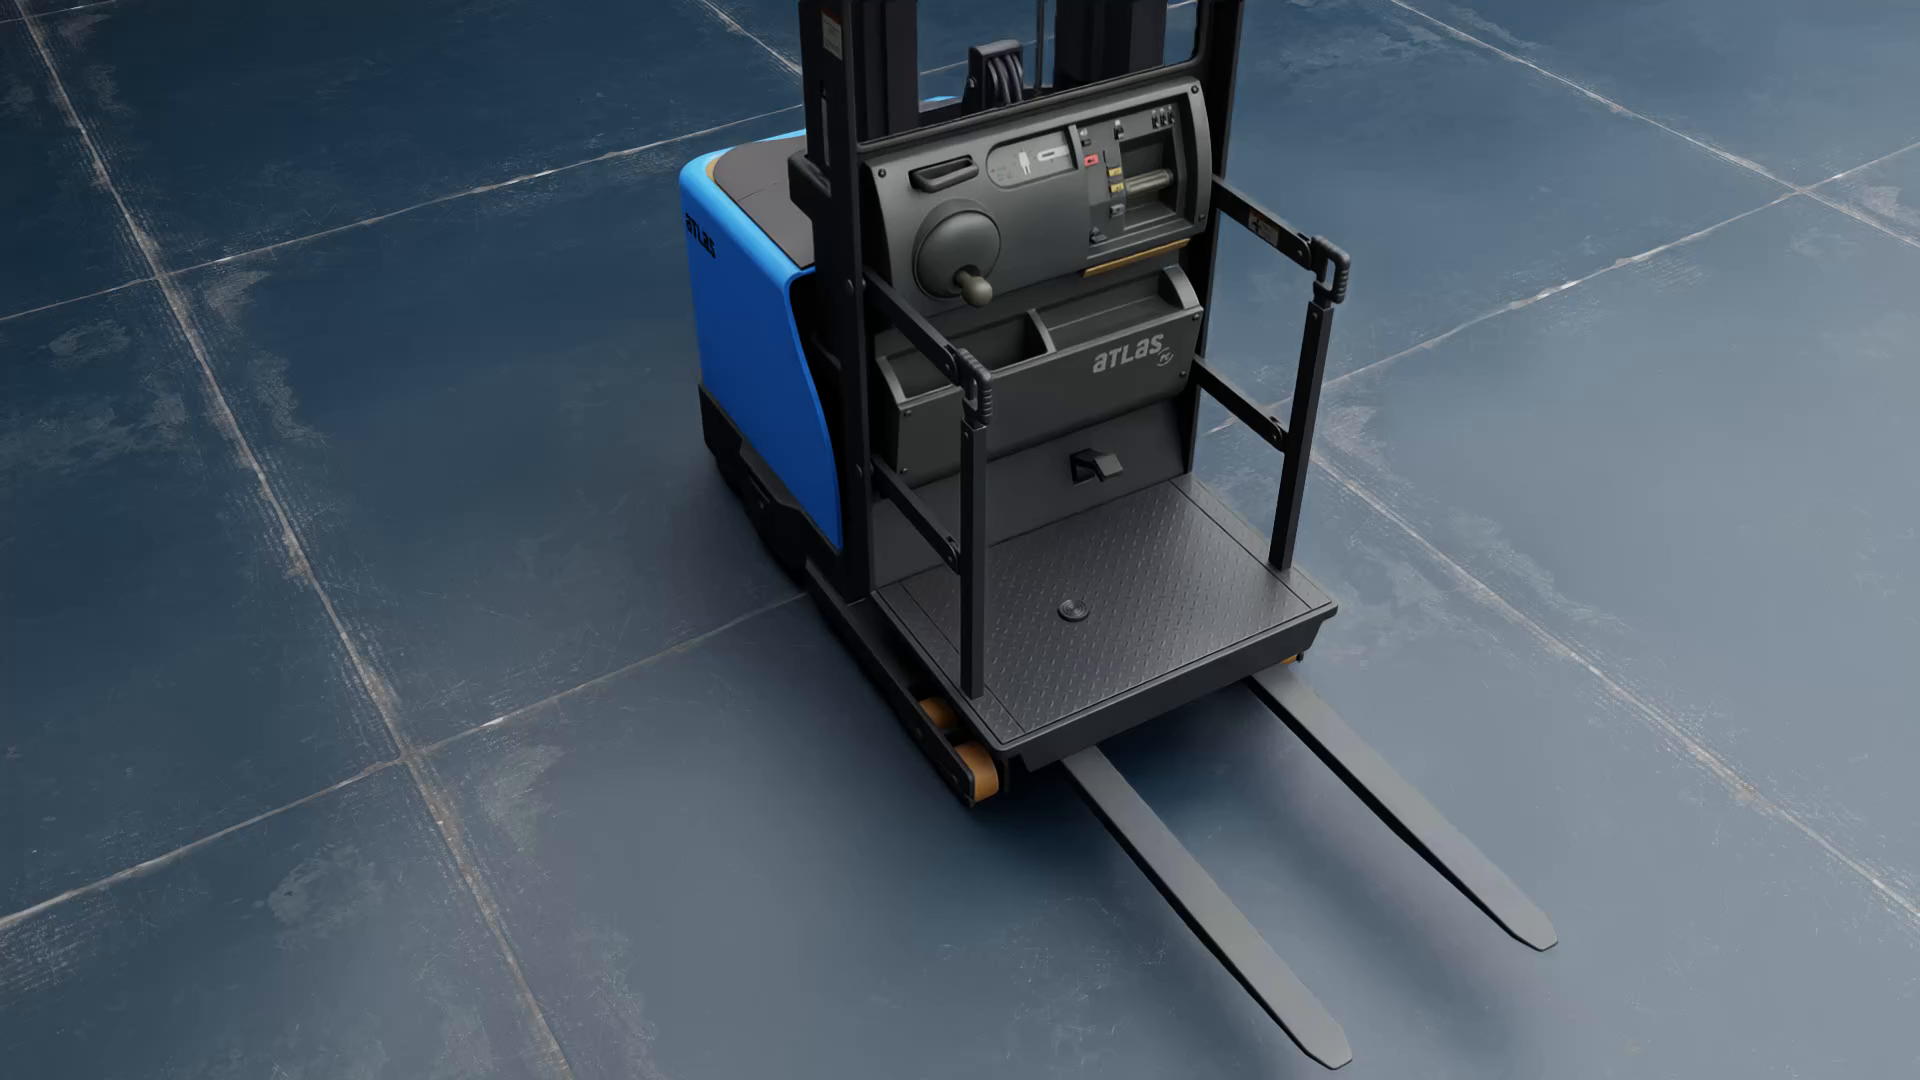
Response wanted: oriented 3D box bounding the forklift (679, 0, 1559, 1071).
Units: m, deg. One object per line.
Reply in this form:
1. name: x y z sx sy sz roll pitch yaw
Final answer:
1. forklift: 0.324 -0.769 3.883 1.130 2.935 3.031 -20 44 -23
